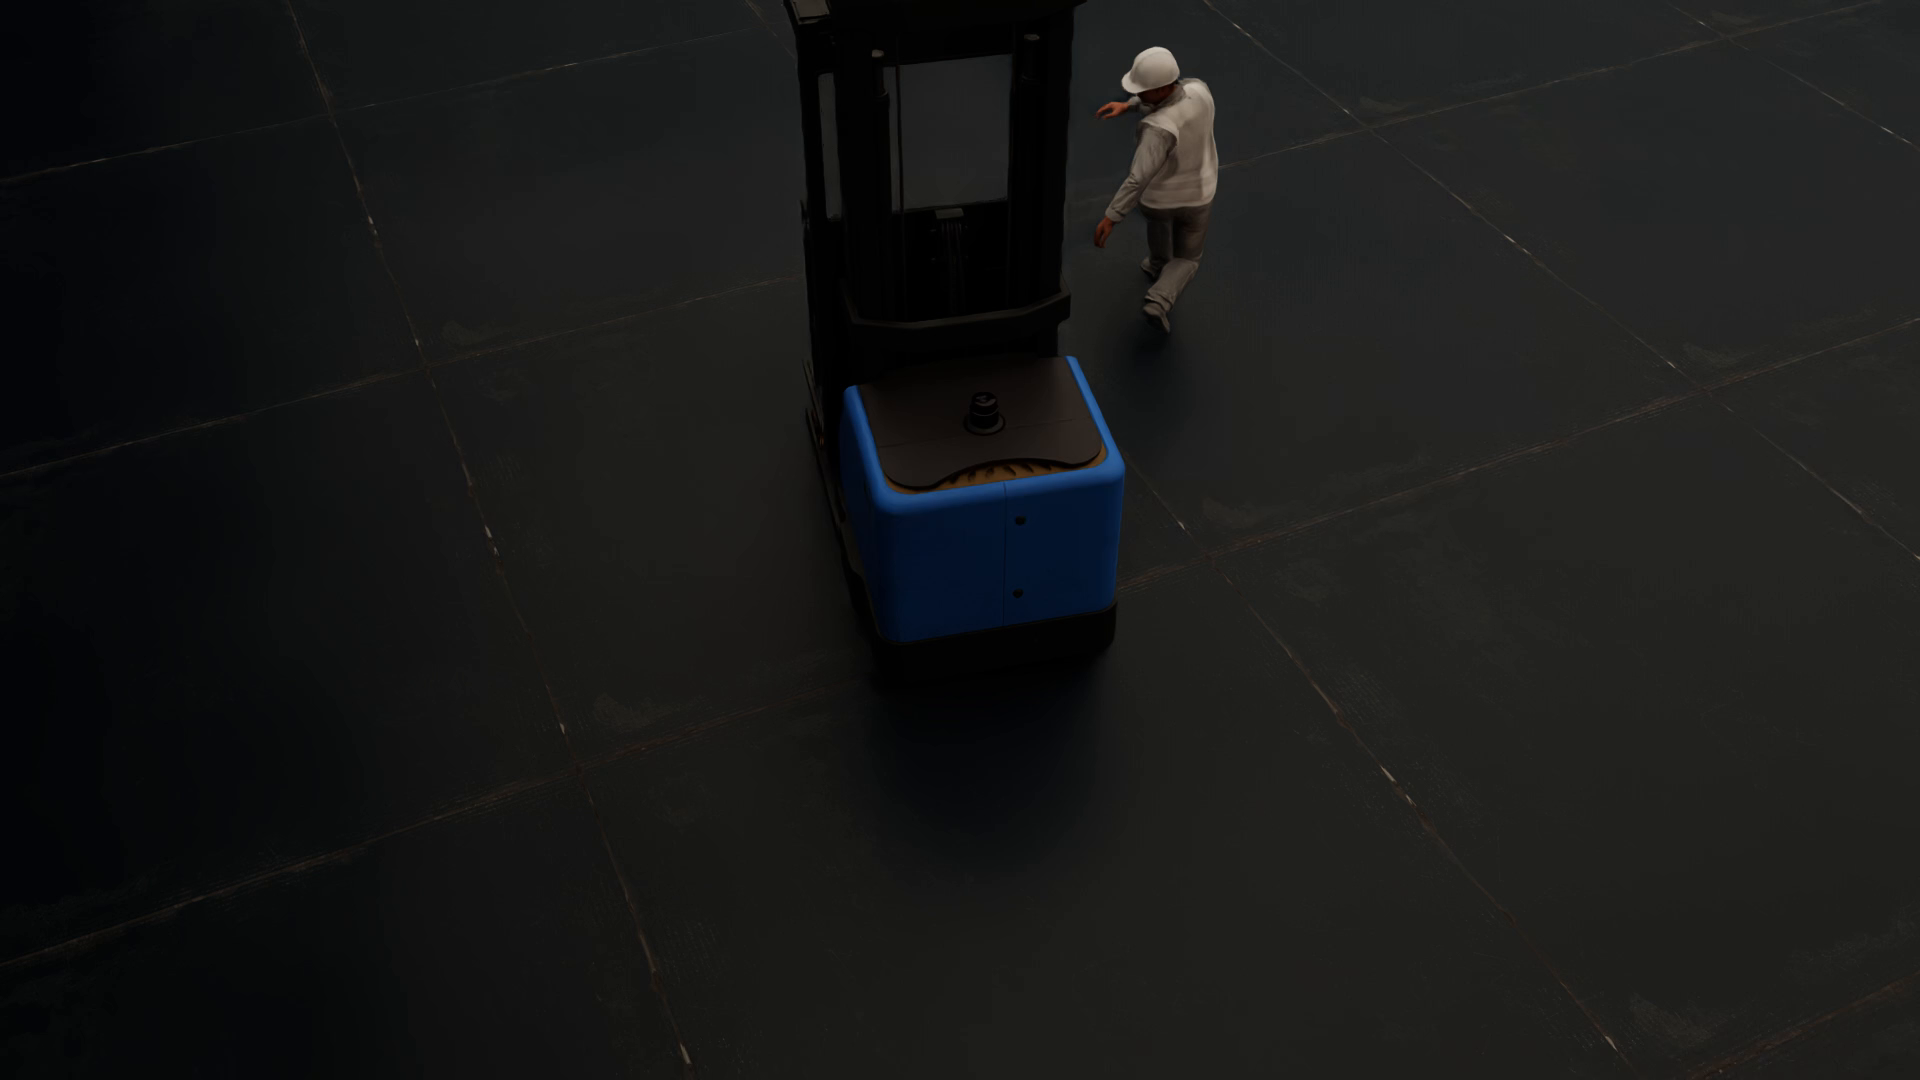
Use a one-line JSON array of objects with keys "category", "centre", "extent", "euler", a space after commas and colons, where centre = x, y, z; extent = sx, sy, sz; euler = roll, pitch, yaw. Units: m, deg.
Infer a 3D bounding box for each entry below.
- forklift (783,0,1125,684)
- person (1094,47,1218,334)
[{"category": "forklift", "centre": [-0.152, -1.480, 7.266], "extent": [1.130, 2.935, 3.031], "euler": [-9, 44, -9]}, {"category": "person", "centre": [1.017, -1.867, 8.741], "extent": [0.690, 1.539, 0.943], "euler": [-2, 43, -2]}]
